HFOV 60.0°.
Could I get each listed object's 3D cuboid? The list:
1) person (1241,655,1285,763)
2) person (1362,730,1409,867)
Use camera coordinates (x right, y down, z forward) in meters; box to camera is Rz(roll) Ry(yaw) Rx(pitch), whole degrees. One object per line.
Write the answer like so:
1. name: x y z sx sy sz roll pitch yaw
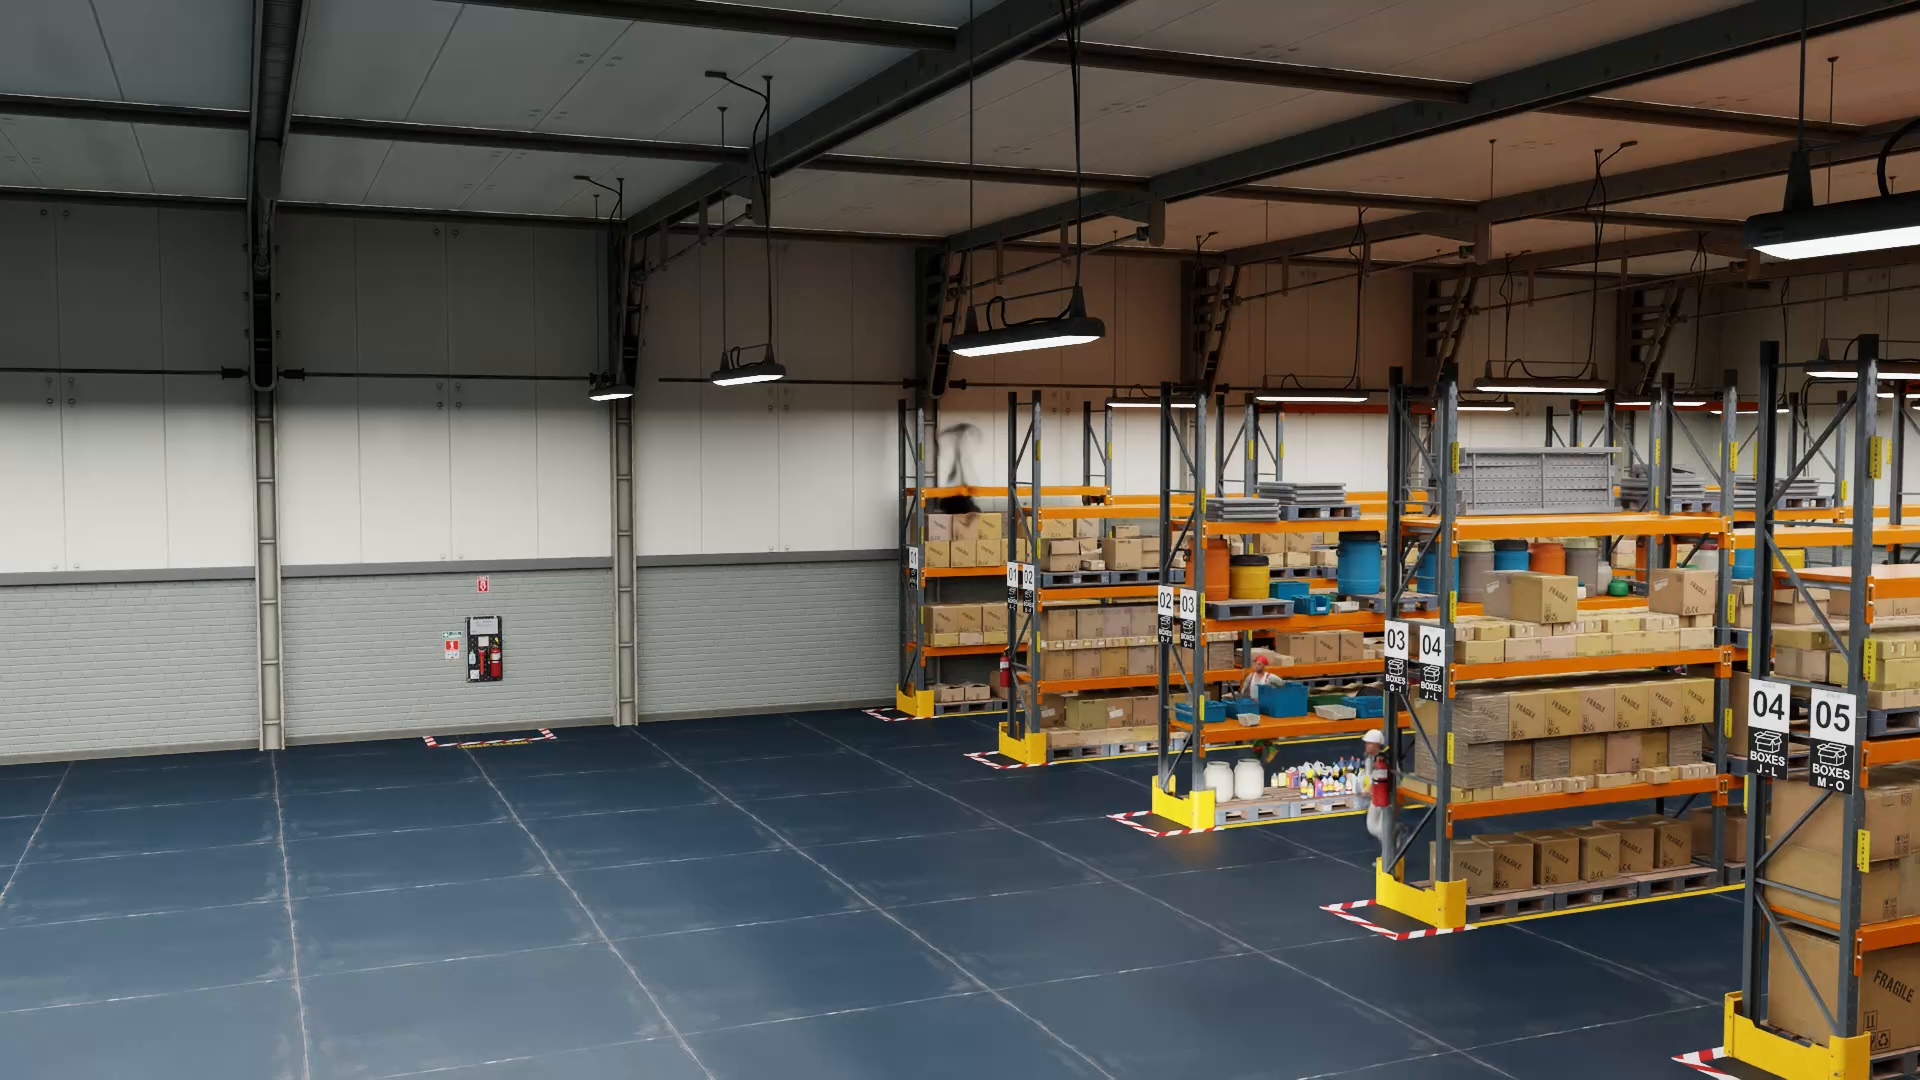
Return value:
1. person: 4.752 2.704 26.209 0.944 1.798 0.664 -3 5 -44
2. person: 5.188 3.144 20.257 0.739 1.706 0.650 -2 4 -26
